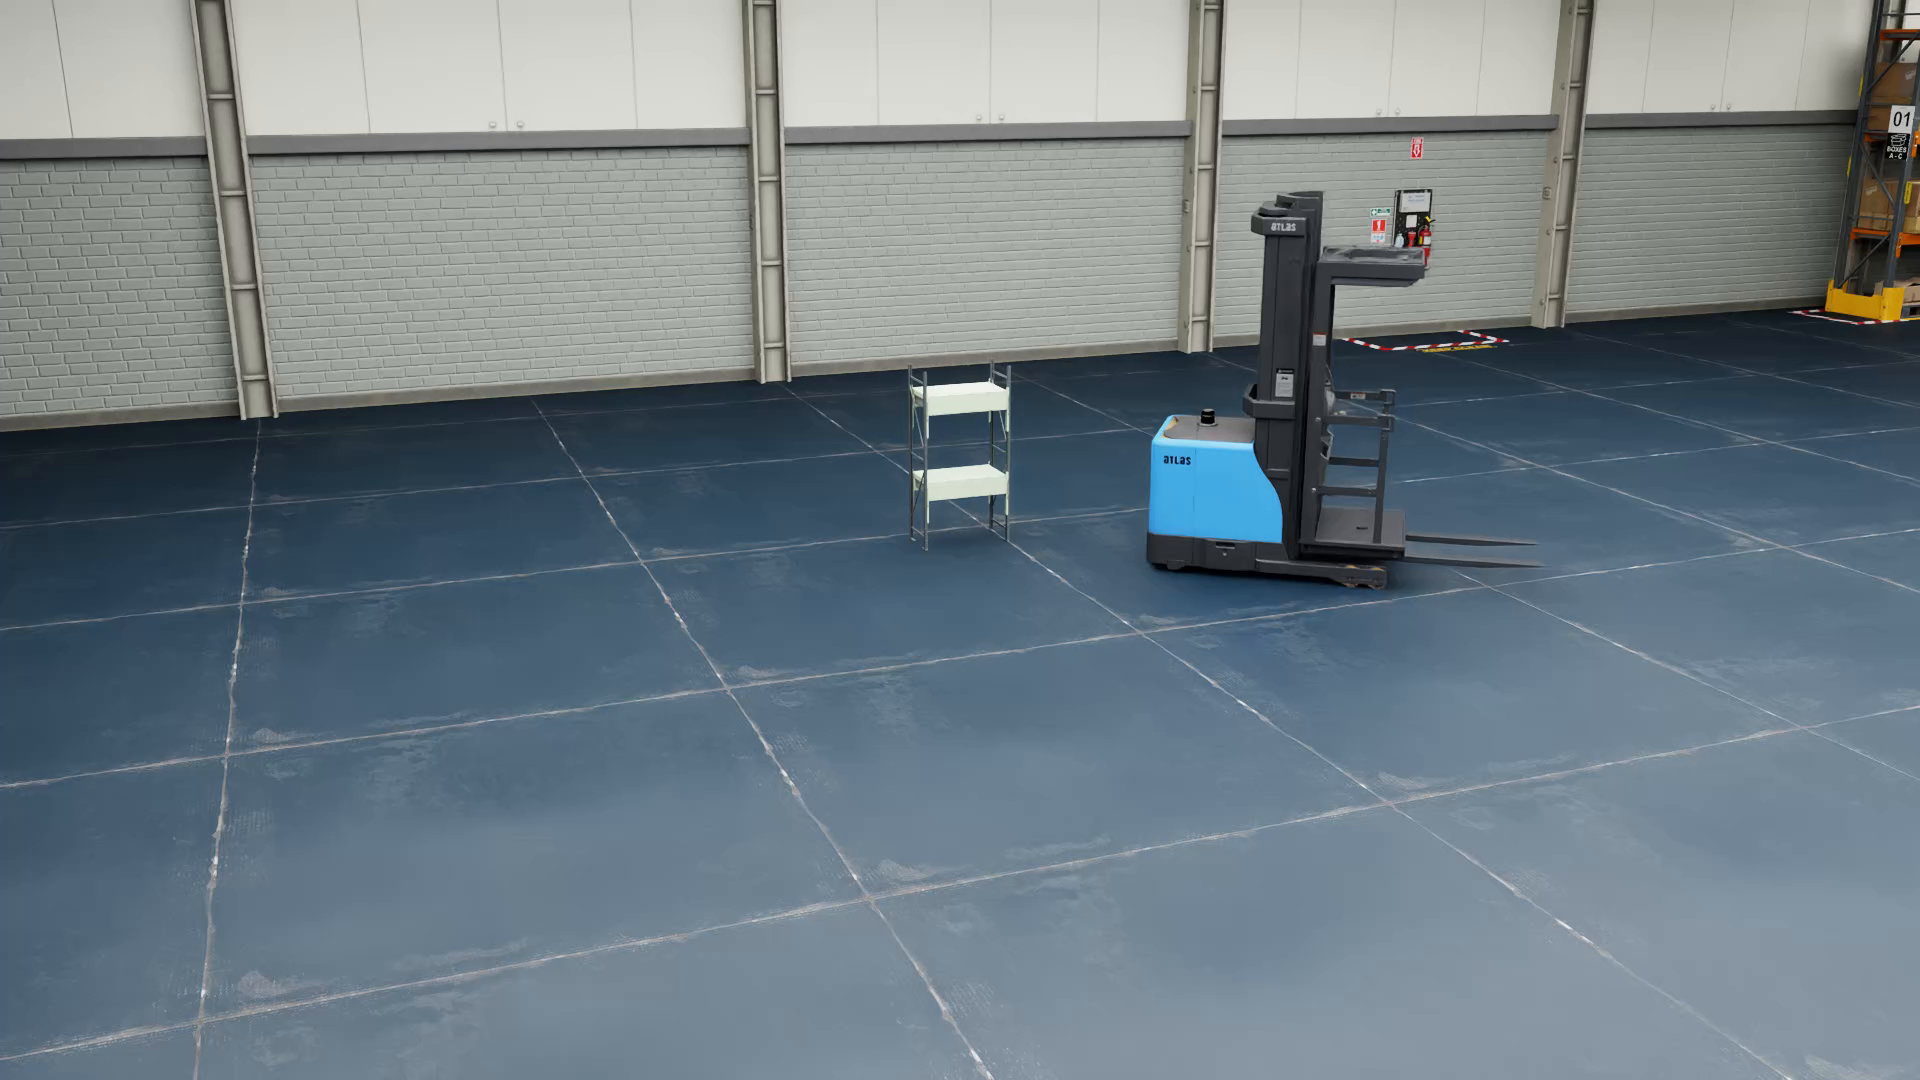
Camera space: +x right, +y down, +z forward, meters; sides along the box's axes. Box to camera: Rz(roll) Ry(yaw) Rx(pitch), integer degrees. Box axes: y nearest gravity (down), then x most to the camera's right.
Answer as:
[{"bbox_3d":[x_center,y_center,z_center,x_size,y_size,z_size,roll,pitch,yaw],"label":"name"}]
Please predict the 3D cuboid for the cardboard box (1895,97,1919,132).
[{"bbox_3d":[14.511,-6.436,25.156,0.500,0.500,0.500,-6,17,-19],"label":"cardboard box"}]

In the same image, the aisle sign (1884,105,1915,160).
[{"bbox_3d":[14.150,-6.133,25.045,0.004,0.787,0.394,-6,17,-20],"label":"aisle sign"}]

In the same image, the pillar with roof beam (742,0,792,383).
[{"bbox_3d":[-0.814,-5.201,15.837,0.400,9.000,9.100,-6,17,-20],"label":"pillar with roof beam"}]

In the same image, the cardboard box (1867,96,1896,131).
[{"bbox_3d":[14.409,-6.577,25.635,0.500,0.500,0.500,-5,17,-16],"label":"cardboard box"}]

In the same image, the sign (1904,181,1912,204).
[{"bbox_3d":[14.304,-5.244,25.096,0.005,0.325,0.100,-6,17,-20],"label":"sign"}]

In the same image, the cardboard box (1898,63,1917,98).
[{"bbox_3d":[14.556,-6.923,25.039,0.500,0.500,0.500,-8,18,-24],"label":"cardboard box"}]

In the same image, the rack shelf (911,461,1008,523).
[{"bbox_3d":[-0.006,-0.406,13.976,0.720,0.370,0.431,-6,17,-20],"label":"rack shelf"}]

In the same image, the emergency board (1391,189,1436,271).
[{"bbox_3d":[6.530,-4.426,23.845,0.643,1.169,0.194,-6,17,-20],"label":"emergency board"}]

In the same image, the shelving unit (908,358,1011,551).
[{"bbox_3d":[-0.006,-0.719,13.885,0.755,1.500,0.431,-6,17,-20],"label":"shelving unit"}]

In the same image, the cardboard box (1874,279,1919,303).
[{"bbox_3d":[14.788,-3.939,26.178,0.500,0.311,0.500,-8,18,-26],"label":"cardboard box"}]

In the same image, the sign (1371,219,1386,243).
[{"bbox_3d":[5.977,-4.414,23.743,0.234,0.329,0.001,-6,17,-20],"label":"sign"}]

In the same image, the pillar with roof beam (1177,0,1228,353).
[{"bbox_3d":[4.789,-5.806,17.897,0.400,9.000,9.100,-6,17,-20],"label":"pillar with roof beam"}]

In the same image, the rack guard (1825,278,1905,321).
[{"bbox_3d":[14.181,-3.780,26.083,0.348,0.500,1.175,-6,17,-20],"label":"rack guard"}]

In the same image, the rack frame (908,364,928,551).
[{"bbox_3d":[-0.348,-0.682,13.759,0.023,1.500,0.400,-6,17,-20],"label":"rack frame"}]

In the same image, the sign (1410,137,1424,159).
[{"bbox_3d":[6.487,-5.563,23.605,0.199,0.298,0.001,-6,17,-20],"label":"sign"}]

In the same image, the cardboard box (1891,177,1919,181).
[{"bbox_3d":[14.947,-5.421,26.133,0.500,0.500,0.500,-6,17,-19],"label":"cardboard box"}]

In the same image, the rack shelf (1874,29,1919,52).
[{"bbox_3d":[15.977,-7.705,25.648,4.000,0.370,1.077,-6,17,-20],"label":"rack shelf"}]

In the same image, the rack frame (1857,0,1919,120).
[{"bbox_3d":[14.110,-7.850,24.859,0.127,3.000,1.000,-6,17,-20],"label":"rack frame"}]

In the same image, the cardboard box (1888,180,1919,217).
[{"bbox_3d":[14.663,-5.238,25.512,0.500,0.500,0.500,-6,17,-20],"label":"cardboard box"}]

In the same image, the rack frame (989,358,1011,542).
[{"bbox_3d":[0.336,-0.756,14.010,0.023,1.500,0.400,-6,17,-20],"label":"rack frame"}]

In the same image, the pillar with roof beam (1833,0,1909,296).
[{"bbox_3d":[15.994,-7.016,22.017,0.400,9.000,9.100,-6,17,-20],"label":"pillar with roof beam"}]

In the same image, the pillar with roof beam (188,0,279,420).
[{"bbox_3d":[-6.417,-4.596,13.777,0.400,9.000,9.100,-6,17,-20],"label":"pillar with roof beam"}]

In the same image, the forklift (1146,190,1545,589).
[{"bbox_3d":[3.064,-1.194,12.961,3.031,2.935,1.130,4,17,14],"label":"forklift"}]

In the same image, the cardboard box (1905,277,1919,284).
[{"bbox_3d":[15.320,-3.996,26.374,0.500,0.311,0.500,-5,17,-15],"label":"cardboard box"}]

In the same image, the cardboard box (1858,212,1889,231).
[{"bbox_3d":[14.477,-5.007,26.057,0.500,0.250,0.500,-6,17,-19],"label":"cardboard box"}]

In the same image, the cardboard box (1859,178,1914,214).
[{"bbox_3d":[14.474,-5.372,25.969,0.500,0.500,0.500,-6,18,-21],"label":"cardboard box"}]

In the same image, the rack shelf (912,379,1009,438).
[{"bbox_3d":[-0.006,-1.093,13.775,0.720,0.370,0.431,-6,17,-20],"label":"rack shelf"}]

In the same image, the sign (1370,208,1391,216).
[{"bbox_3d":[5.984,-4.667,23.662,0.331,0.109,0.001,-6,17,-20],"label":"sign"}]

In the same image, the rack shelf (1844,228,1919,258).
[{"bbox_3d":[15.977,-4.828,26.492,4.000,0.370,1.077,-6,17,-20],"label":"rack shelf"}]

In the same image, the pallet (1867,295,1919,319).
[{"bbox_3d":[14.952,-3.714,26.371,1.213,0.211,1.003,-6,17,-20],"label":"pallet"}]

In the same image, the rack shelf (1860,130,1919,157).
[{"bbox_3d":[15.977,-6.267,26.070,4.000,0.370,1.077,-6,17,-20],"label":"rack shelf"}]

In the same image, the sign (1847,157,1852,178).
[{"bbox_3d":[13.930,-5.827,26.001,0.005,0.325,0.100,-6,17,-20],"label":"sign"}]

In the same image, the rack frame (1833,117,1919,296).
[{"bbox_3d":[14.110,-4.972,25.704,0.127,3.000,1.000,-6,17,-20],"label":"rack frame"}]

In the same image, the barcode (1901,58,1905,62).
[{"bbox_3d":[14.594,-7.429,25.734,0.075,0.075,0.001,-6,17,-20],"label":"barcode"}]

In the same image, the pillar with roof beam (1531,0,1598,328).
[{"bbox_3d":[10.392,-6.411,19.957,0.400,9.000,9.100,-6,17,-20],"label":"pillar with roof beam"}]

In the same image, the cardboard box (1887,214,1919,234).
[{"bbox_3d":[14.679,-4.875,25.606,0.500,0.250,0.500,-7,18,-22],"label":"cardboard box"}]

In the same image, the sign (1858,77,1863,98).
[{"bbox_3d":[13.930,-6.984,25.661,0.005,0.325,0.100,-6,17,-20],"label":"sign"}]

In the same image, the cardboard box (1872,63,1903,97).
[{"bbox_3d":[14.419,-7.060,25.506,0.500,0.500,0.500,-5,17,-18],"label":"cardboard box"}]
